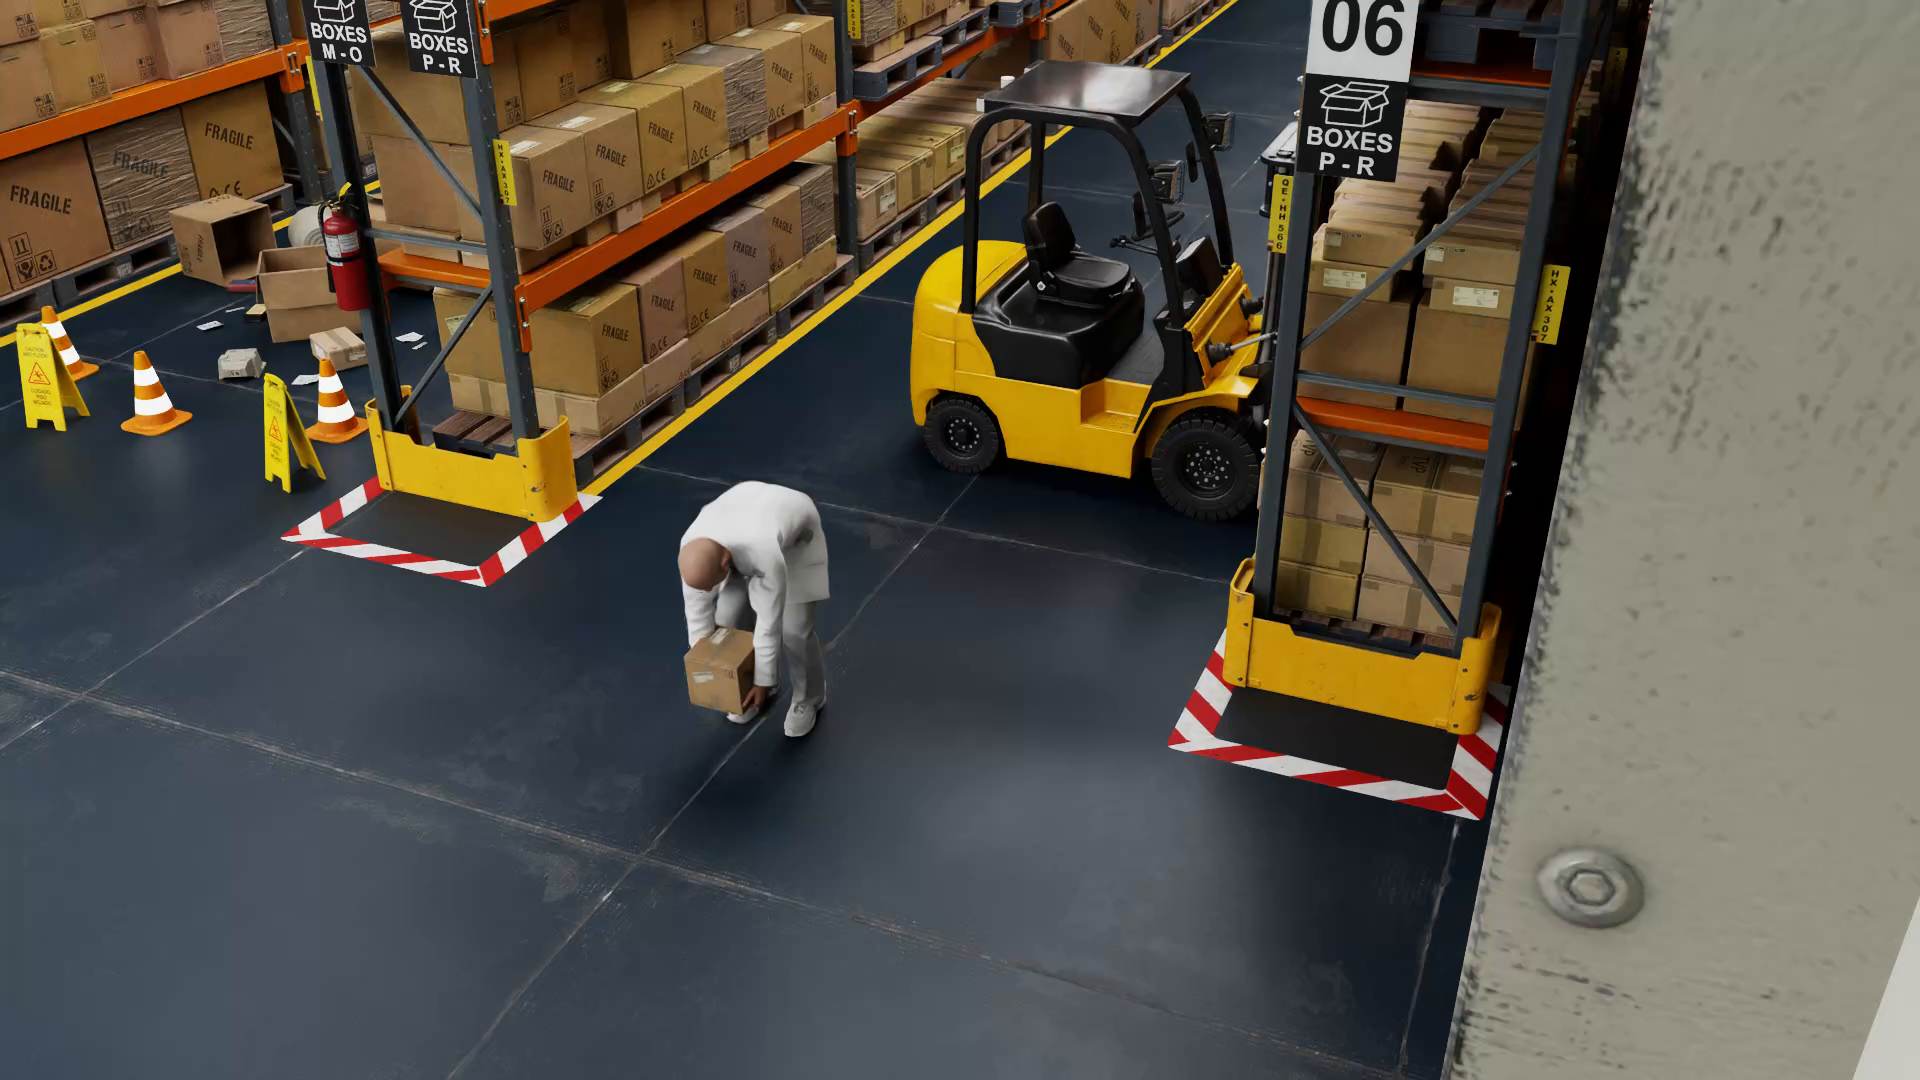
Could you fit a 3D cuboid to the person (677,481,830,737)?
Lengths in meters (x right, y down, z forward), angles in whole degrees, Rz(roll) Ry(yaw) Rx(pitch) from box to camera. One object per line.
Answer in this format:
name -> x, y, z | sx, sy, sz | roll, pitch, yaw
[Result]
person -> -0.900, 0.365, 7.098 | 0.562, 1.187, 0.939 | 10, 31, 18
